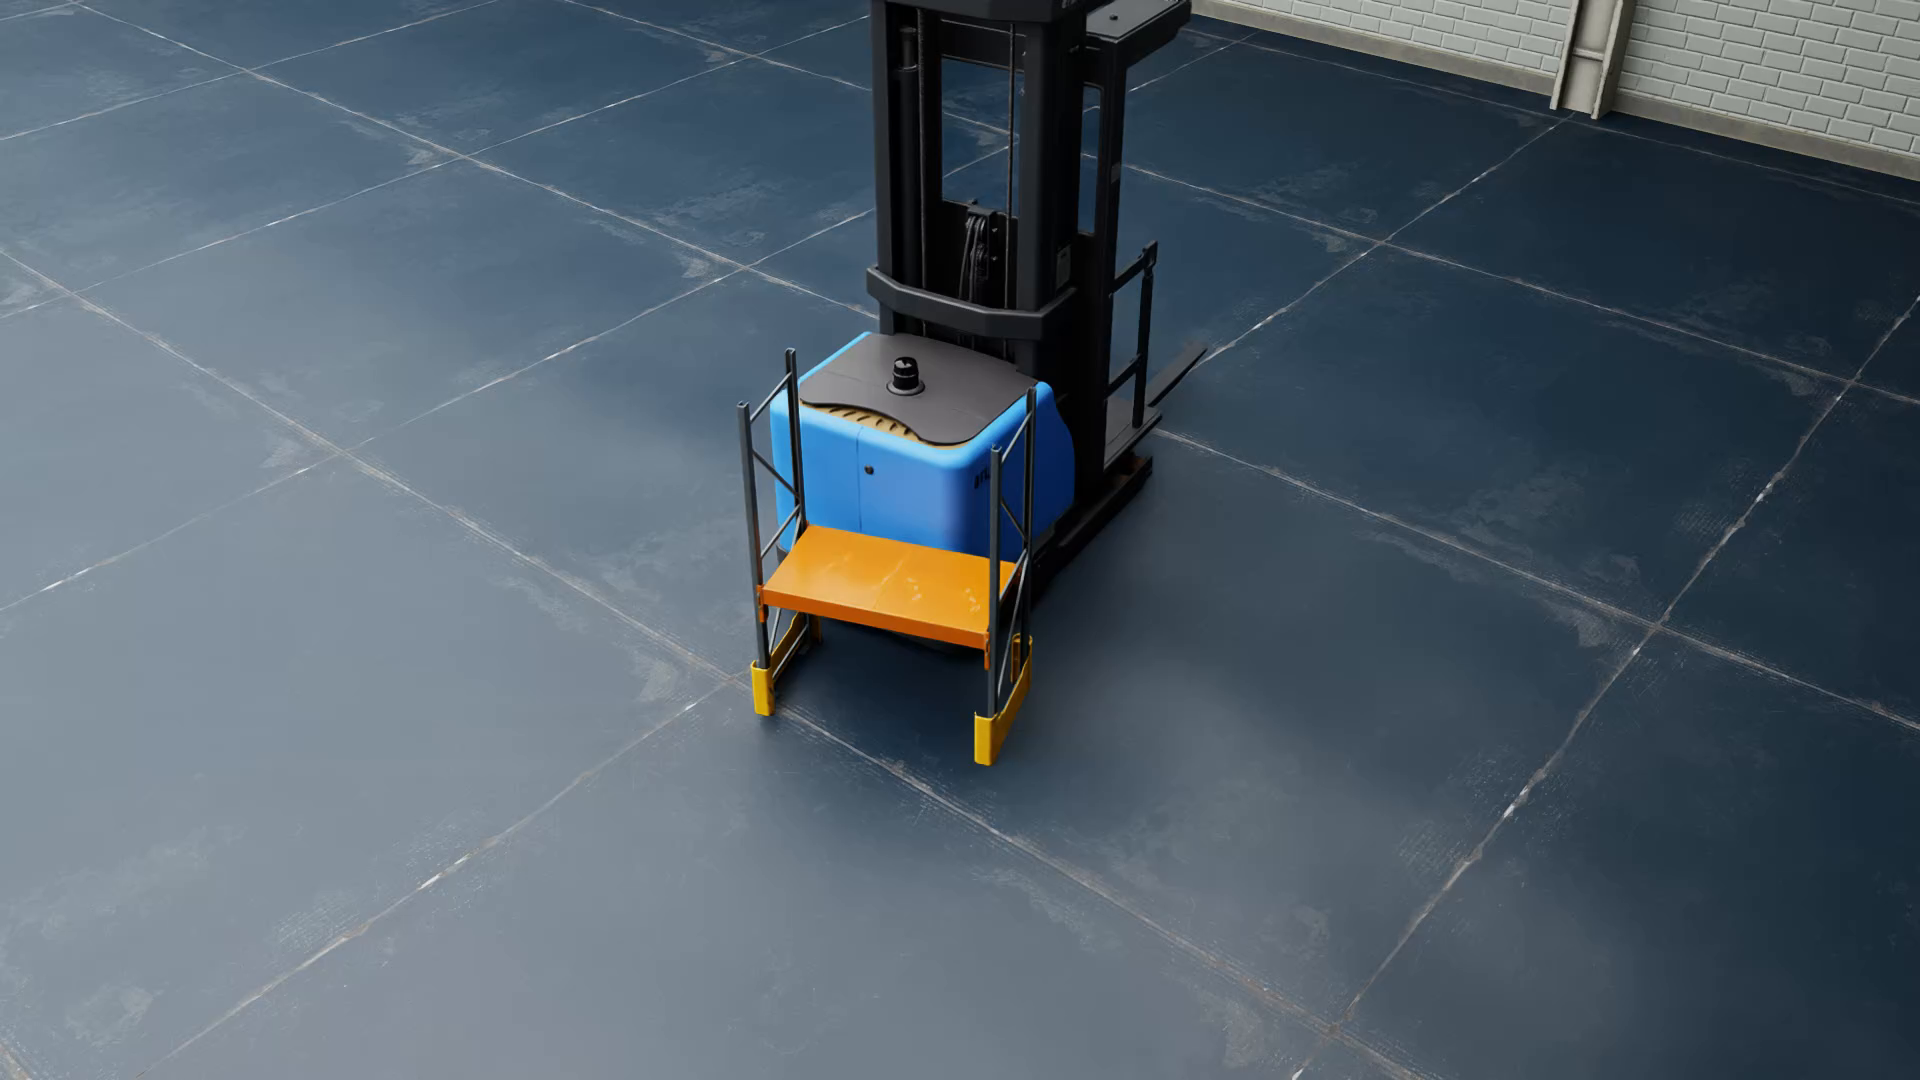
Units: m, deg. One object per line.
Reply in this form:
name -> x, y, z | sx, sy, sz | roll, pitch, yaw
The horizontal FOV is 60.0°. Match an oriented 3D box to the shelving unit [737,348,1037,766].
shelving unit -> -0.285, 0.067, 6.828 | 1.083, 1.500, 0.587 | 11, 36, 15

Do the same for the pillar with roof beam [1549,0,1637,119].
pillar with roof beam -> 2.197, -5.277, 7.985 | 0.400, 9.000, 9.100 | 25, 42, 32

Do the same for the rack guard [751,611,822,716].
rack guard -> -0.758, 0.493, 7.312 | 0.087, 0.250, 0.587 | 11, 36, 15

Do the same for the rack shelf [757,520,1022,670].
rack shelf -> -0.277, 0.217, 6.927 | 1.000, 0.185, 0.538 | 11, 36, 15

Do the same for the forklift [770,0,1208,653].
forklift -> 0.344, -1.508, 7.857 | 1.130, 2.935, 3.031 | 19, 39, 25

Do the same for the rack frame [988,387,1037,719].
rack frame -> 0.205, 0.160, 6.693 | 0.032, 1.500, 0.500 | 11, 36, 15

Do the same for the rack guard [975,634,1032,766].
rack guard -> 0.187, 0.671, 7.052 | 0.087, 0.250, 0.587 | 11, 36, 15

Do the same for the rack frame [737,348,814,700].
rack frame -> -0.759, -0.023, 6.958 | 0.032, 1.500, 0.500 | 11, 36, 15
